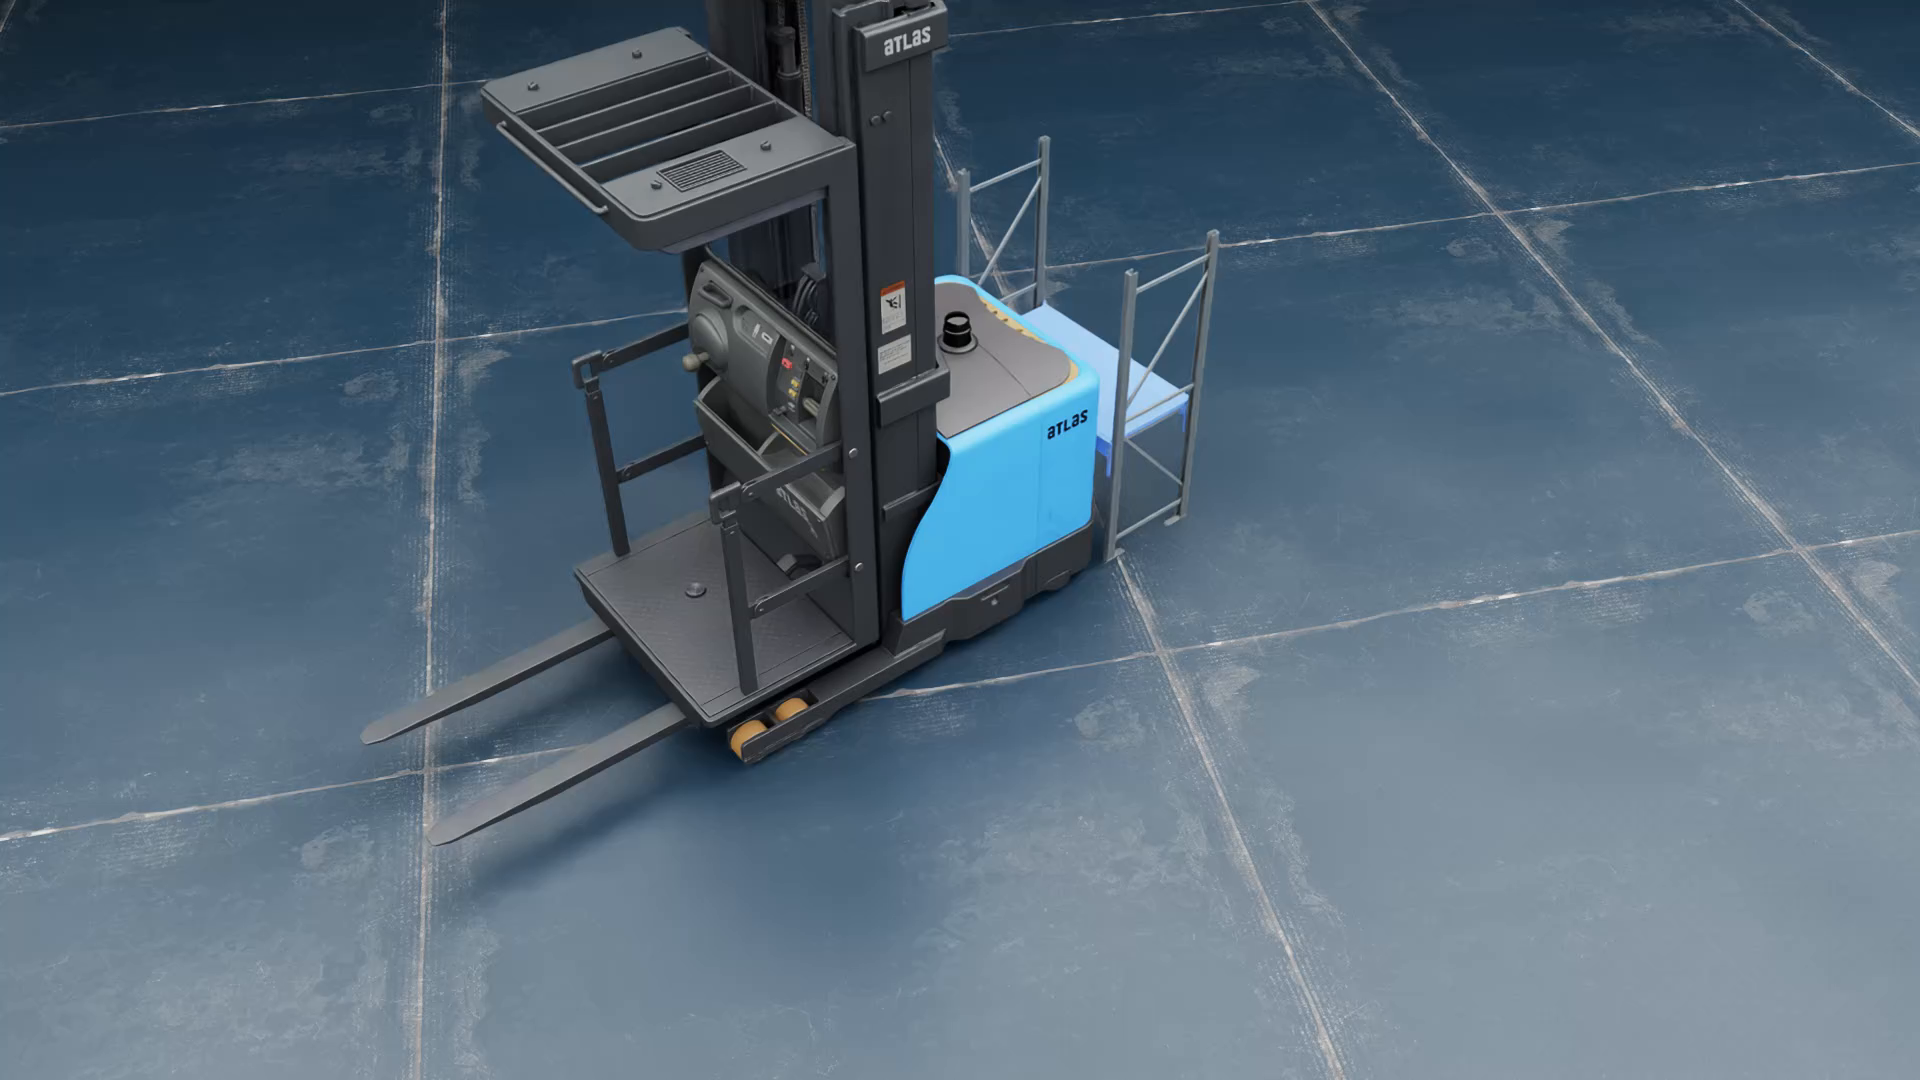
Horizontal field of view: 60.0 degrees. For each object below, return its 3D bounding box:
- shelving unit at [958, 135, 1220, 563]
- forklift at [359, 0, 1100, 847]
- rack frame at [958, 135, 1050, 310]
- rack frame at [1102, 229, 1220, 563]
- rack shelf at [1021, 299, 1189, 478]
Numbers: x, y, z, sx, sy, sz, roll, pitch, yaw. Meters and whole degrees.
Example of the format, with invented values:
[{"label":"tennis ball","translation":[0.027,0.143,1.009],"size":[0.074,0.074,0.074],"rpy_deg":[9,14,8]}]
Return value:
[{"label":"shelving unit","translation":[0.515,-0.833,7.341],"size":[0.538,1.500,1.048],"rpy_deg":[-29,49,-28]},{"label":"forklift","translation":[-0.896,-0.621,6.023],"size":[3.031,2.935,1.130],"rpy_deg":[-27,48,-27]},{"label":"rack frame","translation":[0.191,-1.093,7.634],"size":[0.500,1.500,0.032],"rpy_deg":[-29,49,-28]},{"label":"rack frame","translation":[0.840,-0.573,7.048],"size":[0.500,1.500,0.032],"rpy_deg":[-29,49,-28]},{"label":"rack shelf","translation":[0.515,-0.699,7.460],"size":[0.538,0.185,1.000],"rpy_deg":[-29,49,-28]}]
